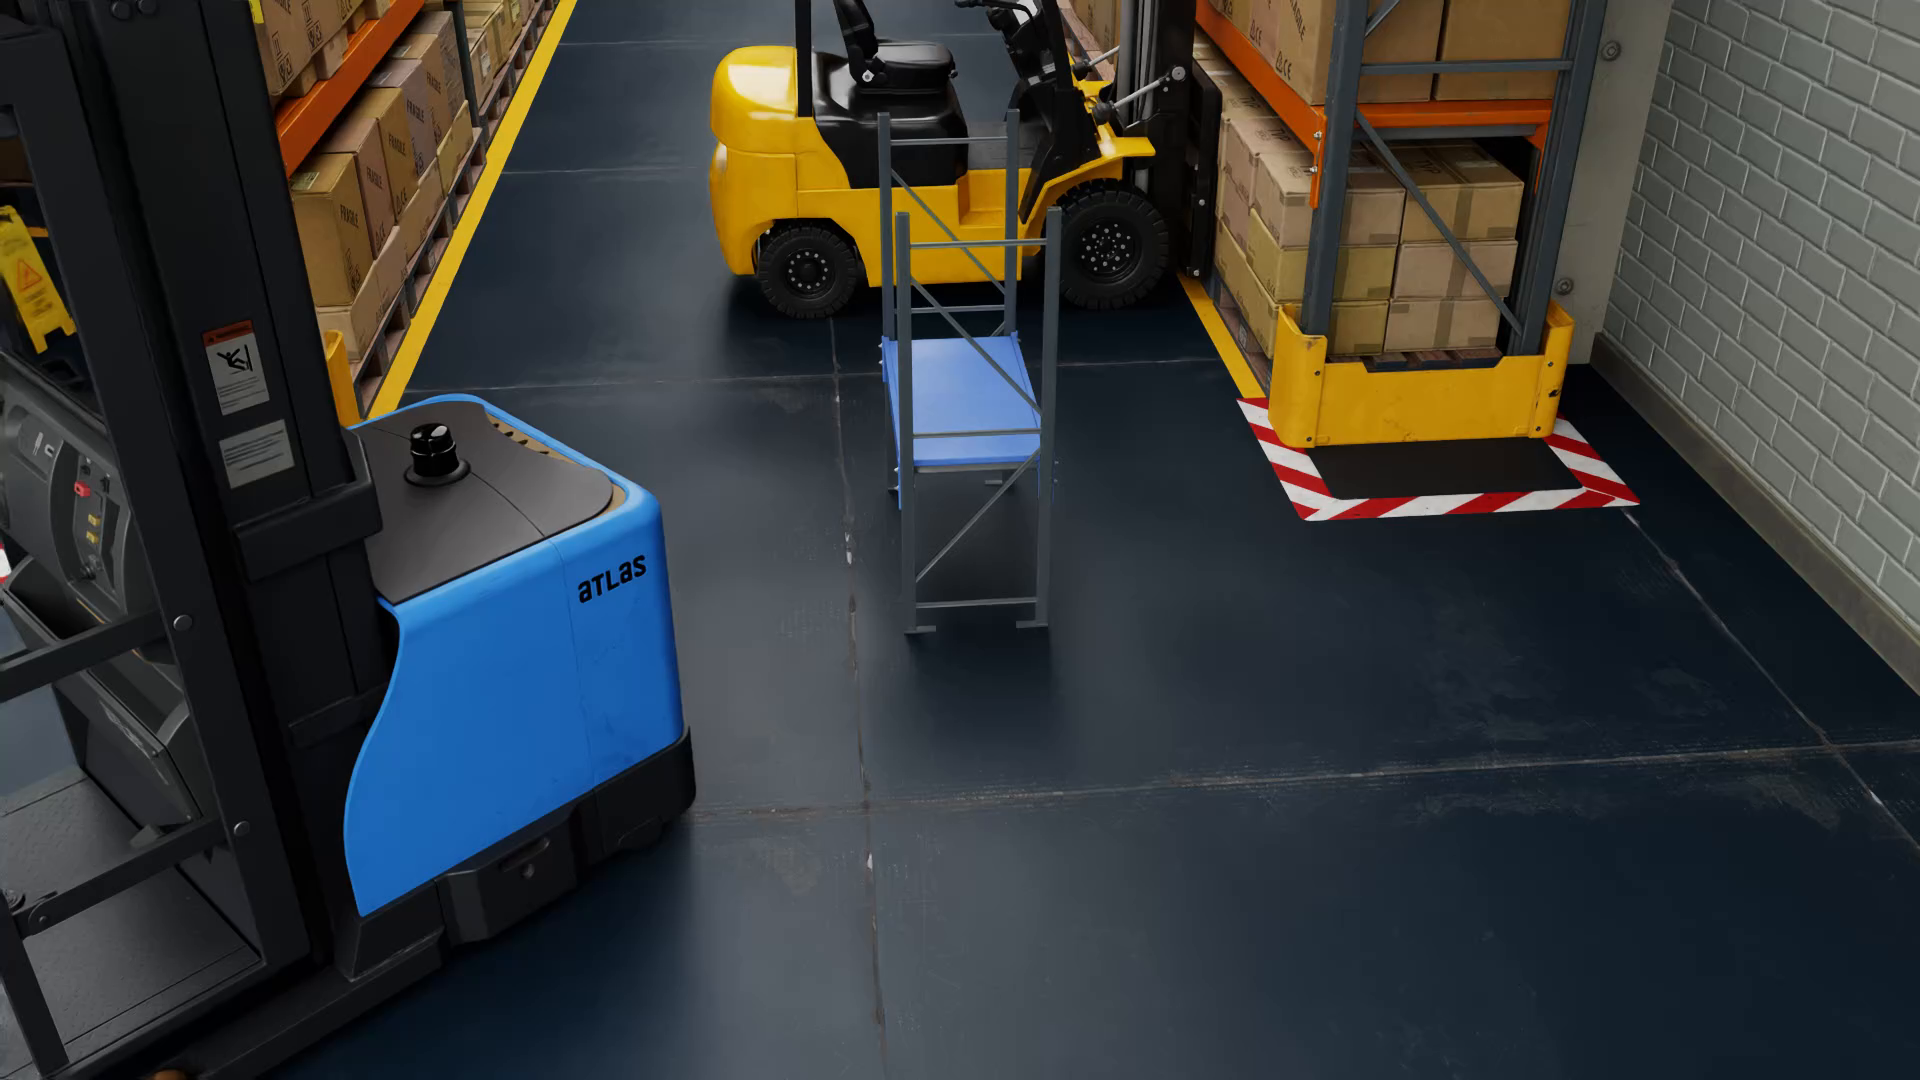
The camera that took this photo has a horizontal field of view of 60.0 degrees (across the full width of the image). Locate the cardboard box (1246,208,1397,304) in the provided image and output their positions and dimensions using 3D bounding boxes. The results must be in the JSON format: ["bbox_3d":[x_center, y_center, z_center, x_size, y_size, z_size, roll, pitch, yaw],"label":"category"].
[{"bbox_3d":[1.552,-1.242,7.188,0.500,0.250,0.500,-3,31,-5],"label":"cardboard box"}]

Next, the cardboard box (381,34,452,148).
[{"bbox_3d":[-3.035,-2.369,8.832,0.500,0.500,0.500,-2,31,-4],"label":"cardboard box"}]

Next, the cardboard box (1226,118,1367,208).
[{"bbox_3d":[1.501,-1.703,7.473,0.500,0.250,0.500,-2,31,-4],"label":"cardboard box"}]

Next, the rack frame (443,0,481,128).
[{"bbox_3d":[-3.407,-3.596,9.345,1.000,3.000,0.127,-3,31,-5],"label":"rack frame"}]

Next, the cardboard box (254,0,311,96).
[{"bbox_3d":[-2.801,-1.980,6.252,0.500,0.500,0.500,-3,31,-5],"label":"cardboard box"}]

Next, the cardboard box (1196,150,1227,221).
[{"bbox_3d":[1.447,-1.761,8.057,0.500,0.250,0.500,-3,31,-6],"label":"cardboard box"}]

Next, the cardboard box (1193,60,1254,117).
[{"bbox_3d":[1.405,-2.220,8.338,0.500,0.250,0.500,-3,31,-6],"label":"cardboard box"}]

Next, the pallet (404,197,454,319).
[{"bbox_3d":[-3.192,-1.434,8.444,1.003,0.211,1.213,-3,31,-5],"label":"pallet"}]

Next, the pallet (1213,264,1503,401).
[{"bbox_3d":[1.795,-0.985,7.693,1.003,0.211,1.213,-3,31,-5],"label":"pallet"}]

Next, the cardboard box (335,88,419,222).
[{"bbox_3d":[-2.928,-1.836,7.939,0.500,0.500,0.500,-2,31,-4],"label":"cardboard box"}]

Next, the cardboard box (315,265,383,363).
[{"bbox_3d":[-2.833,-0.979,7.236,0.500,0.250,0.500,-3,31,-5],"label":"cardboard box"}]

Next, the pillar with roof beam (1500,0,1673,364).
[{"bbox_3d":[-1.545,-4.562,5.112,9.100,9.000,0.400,-3,31,-5],"label":"pillar with roof beam"}]

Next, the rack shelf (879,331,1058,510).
[{"bbox_3d":[0.008,-0.446,5.885,0.538,0.185,1.000,-3,31,-5],"label":"rack shelf"}]

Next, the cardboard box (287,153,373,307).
[{"bbox_3d":[-2.836,-1.313,7.064,0.500,0.500,0.500,-4,31,-6],"label":"cardboard box"}]

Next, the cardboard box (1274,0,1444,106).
[{"bbox_3d":[1.601,-2.075,6.702,0.500,0.500,0.500,-3,31,-6],"label":"cardboard box"}]

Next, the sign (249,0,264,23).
[{"bbox_3d":[-2.493,-1.952,5.748,0.100,0.325,0.005,-3,31,-5],"label":"sign"}]

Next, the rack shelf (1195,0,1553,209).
[{"bbox_3d":[1.722,-2.506,8.222,1.077,0.370,4.000,-3,31,-5],"label":"rack shelf"}]

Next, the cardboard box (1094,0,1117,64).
[{"bbox_3d":[1.410,-3.659,11.357,0.875,0.625,0.625,-3,31,-5],"label":"cardboard box"}]

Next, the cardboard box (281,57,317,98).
[{"bbox_3d":[-2.841,-1.897,6.746,0.380,0.149,0.250,-4,31,-6],"label":"cardboard box"}]

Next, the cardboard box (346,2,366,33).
[{"bbox_3d":[-2.956,-2.427,7.634,0.380,0.149,0.250,-4,31,-6],"label":"cardboard box"}]

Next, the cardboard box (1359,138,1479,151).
[{"bbox_3d":[2.002,-1.732,7.522,0.500,0.250,0.500,-3,31,-5],"label":"cardboard box"}]

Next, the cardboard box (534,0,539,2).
[{"bbox_3d":[-3.738,-4.402,12.847,0.950,0.372,0.625,-5,31,-8],"label":"cardboard box"}]

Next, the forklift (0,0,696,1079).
[{"bbox_3d":[-2.152,-0.075,3.517,1.130,2.935,3.031,26,40,36],"label":"forklift"}]

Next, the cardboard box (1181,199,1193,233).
[{"bbox_3d":[1.404,-1.793,8.598,0.500,0.250,0.500,-2,31,-3],"label":"cardboard box"}]

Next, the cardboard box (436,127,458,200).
[{"bbox_3d":[-3.024,-2.036,9.005,0.500,0.250,0.500,-4,31,-6],"label":"cardboard box"}]

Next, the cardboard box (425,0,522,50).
[{"bbox_3d":[-3.596,-3.638,11.568,0.950,0.372,0.625,-2,31,-3],"label":"cardboard box"}]

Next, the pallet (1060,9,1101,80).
[{"bbox_3d":[1.310,-3.637,12.134,1.003,0.211,1.213,-3,31,-5],"label":"pallet"}]

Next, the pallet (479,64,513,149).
[{"bbox_3d":[-3.481,-2.796,10.726,1.003,0.211,1.213,-3,31,-5],"label":"pallet"}]

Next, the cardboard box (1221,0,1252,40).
[{"bbox_3d":[1.514,-2.602,7.584,0.500,0.500,0.500,-3,31,-6],"label":"cardboard box"}]

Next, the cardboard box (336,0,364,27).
[{"bbox_3d":[-2.902,-2.504,7.130,0.500,0.500,0.500,-3,31,-6],"label":"cardboard box"}]

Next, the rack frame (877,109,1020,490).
[{"bbox_3d":[-0.040,-0.860,6.227,0.500,1.500,0.032,-3,31,-5],"label":"rack frame"}]

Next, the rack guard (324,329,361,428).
[{"bbox_3d":[-3.040,-0.520,6.632,1.175,0.500,0.348,-3,31,-5],"label":"rack guard"}]

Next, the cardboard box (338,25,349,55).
[{"bbox_3d":[-2.876,-2.159,7.185,0.380,0.149,0.250,-2,31,-3],"label":"cardboard box"}]

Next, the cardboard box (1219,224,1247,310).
[{"bbox_3d":[1.513,-1.273,7.727,0.500,0.250,0.500,-3,31,-5],"label":"cardboard box"}]

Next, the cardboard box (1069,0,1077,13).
[{"bbox_3d":[1.275,-4.387,12.575,0.875,0.625,0.625,-2,31,-3],"label":"cardboard box"}]

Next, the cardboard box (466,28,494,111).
[{"bbox_3d":[-3.458,-2.916,10.360,0.950,0.372,0.625,-2,31,-4],"label":"cardboard box"}]

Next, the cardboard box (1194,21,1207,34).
[{"bbox_3d":[1.305,-2.741,9.211,0.500,0.250,0.500,-3,31,-5],"label":"cardboard box"}]

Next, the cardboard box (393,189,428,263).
[{"bbox_3d":[-2.937,-1.518,8.138,0.500,0.250,0.500,-1,31,-1],"label":"cardboard box"}]

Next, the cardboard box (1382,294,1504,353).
[{"bbox_3d":[2.057,-1.054,7.361,0.500,0.250,0.500,-3,31,-4],"label":"cardboard box"}]

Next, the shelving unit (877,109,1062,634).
[{"bbox_3d":[0.008,-0.600,5.792,0.538,1.500,1.048,-3,31,-5],"label":"shelving unit"}]

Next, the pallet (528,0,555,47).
[{"bbox_3d":[-3.709,-4.042,12.812,1.003,0.211,1.213,-3,31,-5],"label":"pallet"}]
